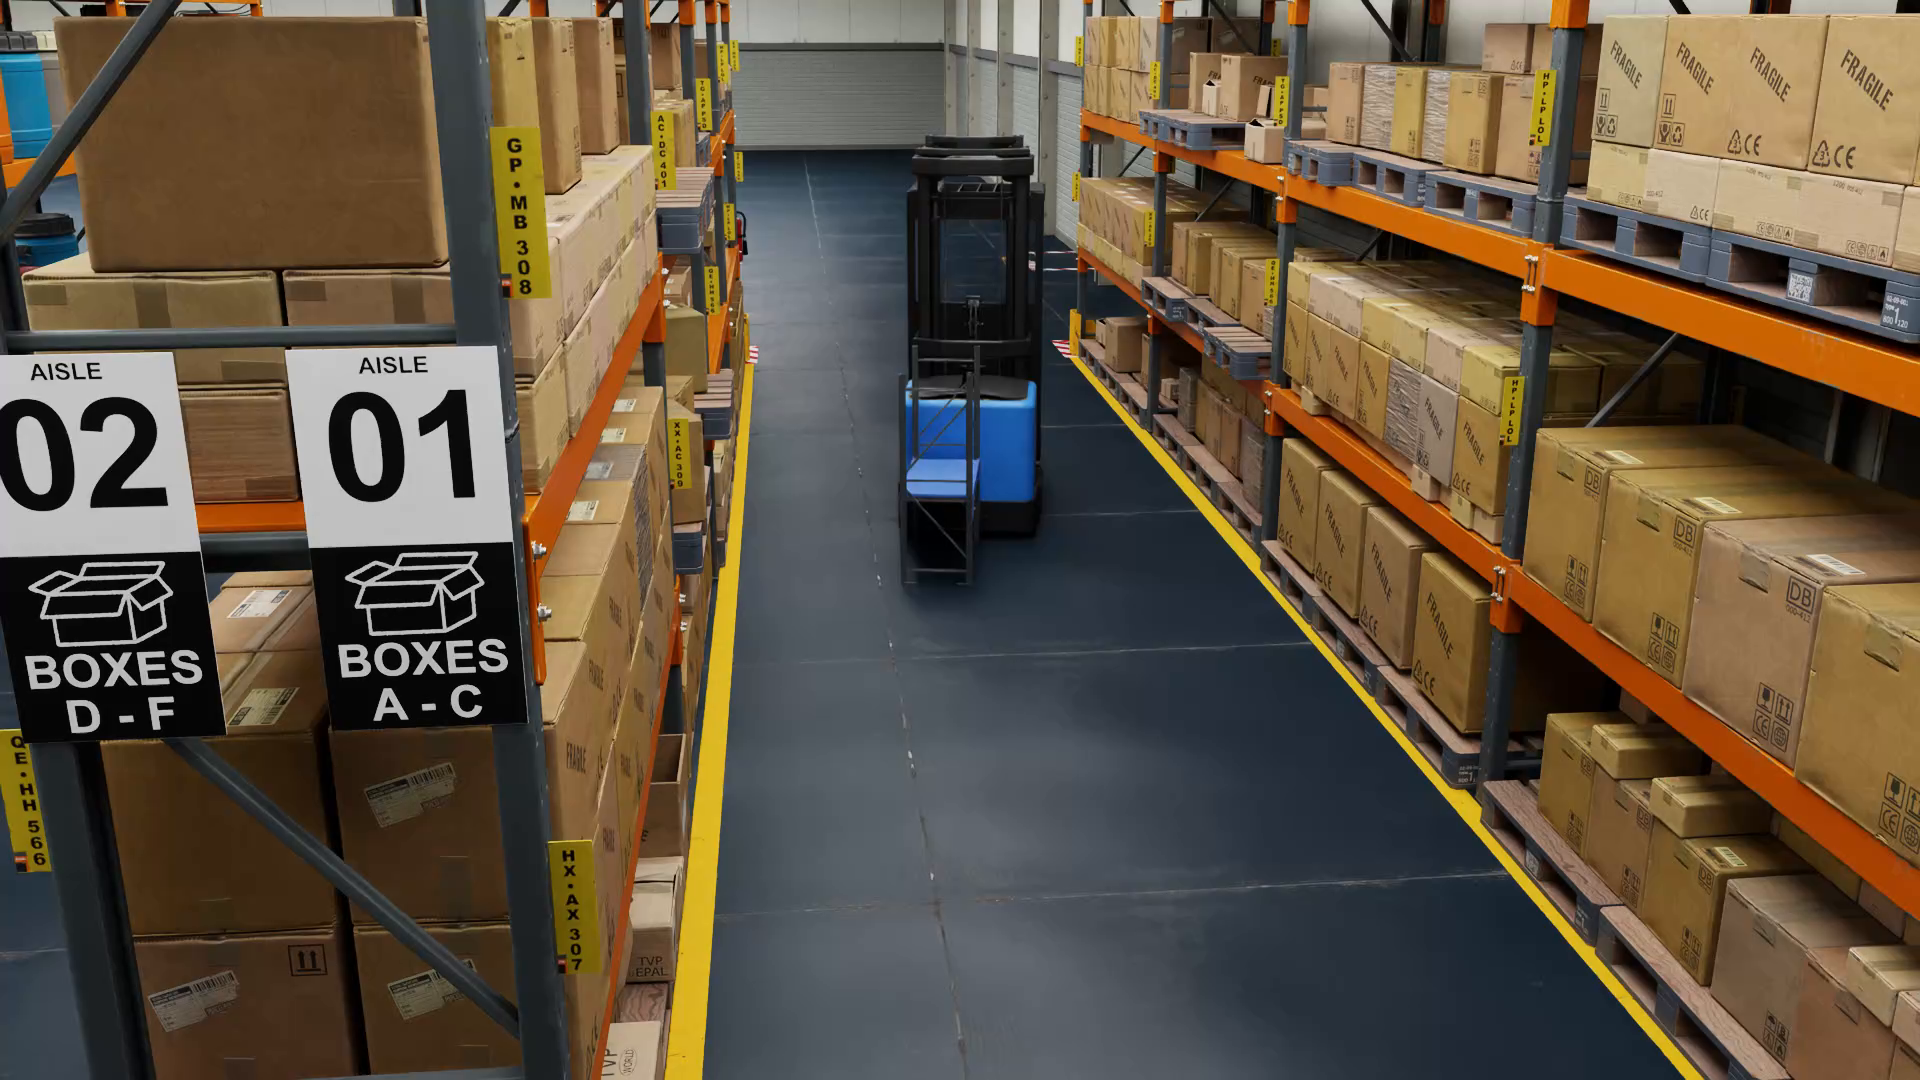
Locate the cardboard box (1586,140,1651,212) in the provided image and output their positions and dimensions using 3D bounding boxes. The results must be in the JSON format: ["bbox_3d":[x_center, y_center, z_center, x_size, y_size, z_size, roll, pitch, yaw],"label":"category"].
[{"bbox_3d":[2.936,-1.502,6.828,0.500,0.250,0.500,-2,18,-6],"label":"cardboard box"}]

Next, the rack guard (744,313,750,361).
[{"bbox_3d":[-3.040,-2.344,19.308,1.175,0.500,0.348,-2,18,-6],"label":"rack guard"}]

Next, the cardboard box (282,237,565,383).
[{"bbox_3d":[-1.182,-0.522,3.738,0.500,0.250,0.500,-2,18,-6],"label":"cardboard box"}]

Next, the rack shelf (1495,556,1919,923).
[{"bbox_3d":[3.333,0.831,6.224,1.077,0.370,4.000,-2,18,-6],"label":"rack shelf"}]

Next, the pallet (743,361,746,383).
[{"bbox_3d":[-2.917,-1.972,18.607,1.003,0.211,1.213,-2,18,-6],"label":"pallet"}]

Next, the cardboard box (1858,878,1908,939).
[{"bbox_3d":[3.474,1.291,5.947,0.380,0.149,0.250,-2,17,-5],"label":"cardboard box"}]

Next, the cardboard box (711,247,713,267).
[{"bbox_3d":[-2.738,-2.674,16.020,0.700,0.500,0.500,-2,18,-6],"label":"cardboard box"}]

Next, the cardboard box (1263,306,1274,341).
[{"bbox_3d":[2.656,-1.697,12.174,0.700,0.500,0.500,-4,18,-12],"label":"cardboard box"}]

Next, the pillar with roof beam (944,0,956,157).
[{"bbox_3d":[-4.555,-15.169,45.970,9.100,9.000,0.400,-2,18,-6],"label":"pillar with roof beam"}]

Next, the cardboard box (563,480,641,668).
[{"bbox_3d":[-1.333,0.117,5.462,0.500,0.500,0.500,-2,18,-6],"label":"cardboard box"}]

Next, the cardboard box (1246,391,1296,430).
[{"bbox_3d":[2.591,-1.060,13.231,0.500,0.250,0.500,-1,17,-5],"label":"cardboard box"}]

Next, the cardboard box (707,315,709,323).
[{"bbox_3d":[-2.352,-2.017,14.319,0.396,0.266,0.258,-2,18,-7],"label":"cardboard box"}]

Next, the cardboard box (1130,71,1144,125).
[{"bbox_3d":[1.964,-4.274,16.075,0.500,0.500,0.500,-3,18,-10],"label":"cardboard box"}]

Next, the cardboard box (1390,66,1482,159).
[{"bbox_3d":[2.972,-2.524,9.801,0.700,0.500,0.500,-1,17,-3],"label":"cardboard box"}]

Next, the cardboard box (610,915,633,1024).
[{"bbox_3d":[-1.601,1.587,6.049,0.797,0.503,0.637,-2,18,-6],"label":"cardboard box"}]

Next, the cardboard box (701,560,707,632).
[{"bbox_3d":[-1.830,0.263,10.272,0.500,0.500,0.500,-2,18,-8],"label":"cardboard box"}]

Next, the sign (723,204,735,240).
[{"bbox_3d":[-2.087,-2.872,15.016,0.100,0.325,0.005,-2,18,-6],"label":"sign"}]

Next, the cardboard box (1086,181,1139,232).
[{"bbox_3d":[1.680,-3.680,18.356,0.500,0.500,0.500,-2,18,-5],"label":"cardboard box"}]

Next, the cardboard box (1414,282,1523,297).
[{"bbox_3d":[3.118,-1.422,10.251,0.500,0.250,0.500,-2,18,-7],"label":"cardboard box"}]

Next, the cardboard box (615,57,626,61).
[{"bbox_3d":[-1.871,-2.032,8.098,0.600,0.600,0.600,-2,18,-6],"label":"cardboard box"}]

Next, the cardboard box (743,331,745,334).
[{"bbox_3d":[-2.689,-2.267,18.780,0.500,0.250,0.500,-2,18,-6],"label":"cardboard box"}]

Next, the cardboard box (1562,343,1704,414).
[{"bbox_3d":[3.338,-0.810,8.301,0.500,0.250,0.500,-1,17,-4],"label":"cardboard box"}]

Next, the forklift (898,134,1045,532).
[{"bbox_3d":[0.137,-1.849,13.673,1.130,2.935,3.031,1,17,3],"label":"forklift"}]

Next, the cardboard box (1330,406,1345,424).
[{"bbox_3d":[2.627,-0.856,10.782,0.380,0.149,0.250,-2,18,-6],"label":"cardboard box"}]

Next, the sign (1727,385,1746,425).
[{"bbox_3d":[3.678,-0.577,7.928,0.100,0.325,0.005,-2,18,-6],"label":"sign"}]

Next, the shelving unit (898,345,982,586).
[{"bbox_3d":[-0.133,-0.555,11.940,0.538,1.500,1.048,1,17,3],"label":"shelving unit"}]

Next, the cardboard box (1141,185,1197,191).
[{"bbox_3d":[2.249,-3.541,17.914,0.500,0.500,0.500,-2,18,-7],"label":"cardboard box"}]

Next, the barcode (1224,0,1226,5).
[{"bbox_3d":[2.586,-5.257,16.233,0.001,0.075,0.075,-2,18,-6],"label":"barcode"}]

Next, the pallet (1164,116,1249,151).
[{"bbox_3d":[2.369,-3.337,13.604,1.213,0.211,1.003,-2,18,-6],"label":"pallet"}]

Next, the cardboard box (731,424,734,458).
[{"bbox_3d":[-2.191,-0.808,14.133,0.500,0.250,0.500,-1,17,-4],"label":"cardboard box"}]

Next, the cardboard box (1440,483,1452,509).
[{"bbox_3d":[2.779,-0.243,8.829,0.380,0.149,0.250,-1,17,-4],"label":"cardboard box"}]

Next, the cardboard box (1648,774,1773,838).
[{"bbox_3d":[3.010,1.064,6.670,0.380,0.149,0.250,-2,18,-7],"label":"cardboard box"}]

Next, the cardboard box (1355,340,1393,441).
[{"bbox_3d":[2.666,-0.887,9.799,0.500,0.500,0.500,-1,17,-4],"label":"cardboard box"}]

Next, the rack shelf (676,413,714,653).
[{"bbox_3d":[-2.007,-0.207,9.529,1.077,0.370,4.000,-2,18,-6],"label":"rack shelf"}]

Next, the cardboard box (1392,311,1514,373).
[{"bbox_3d":[2.728,-1.101,9.227,0.500,0.250,0.500,-1,17,-5],"label":"cardboard box"}]

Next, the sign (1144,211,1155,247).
[{"bbox_3d":[1.763,-2.886,15.416,0.100,0.325,0.005,-2,18,-6],"label":"sign"}]

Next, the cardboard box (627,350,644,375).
[{"bbox_3d":[-2.044,-0.727,9.116,0.700,0.500,0.500,-6,19,-20],"label":"cardboard box"}]

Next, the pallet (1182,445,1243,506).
[{"bbox_3d":[2.512,-0.565,14.124,1.003,0.211,1.213,-2,18,-6],"label":"pallet"}]

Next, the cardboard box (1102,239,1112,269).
[{"bbox_3d":[1.788,-3.009,17.472,0.500,0.250,0.500,-2,18,-5],"label":"cardboard box"}]

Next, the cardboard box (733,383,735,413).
[{"bbox_3d":[-2.239,-1.227,14.531,0.500,0.311,0.500,-1,17,-4],"label":"cardboard box"}]

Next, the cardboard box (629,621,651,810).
[{"bbox_3d":[-1.328,0.597,5.599,0.500,0.500,0.500,-2,17,-5],"label":"cardboard box"}]

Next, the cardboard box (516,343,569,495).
[{"bbox_3d":[-1.188,-0.283,3.813,0.500,0.250,0.500,-2,18,-6],"label":"cardboard box"}]

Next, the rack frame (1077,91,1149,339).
[{"bbox_3d":[1.889,-3.683,19.402,1.000,3.000,0.127,-2,18,-6],"label":"rack frame"}]

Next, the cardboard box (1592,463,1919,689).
[{"bbox_3d":[3.236,0.128,6.759,0.980,0.700,0.700,-2,18,-7],"label":"cardboard box"}]

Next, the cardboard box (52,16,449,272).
[{"bbox_3d":[-1.457,-0.871,3.599,0.700,0.500,0.500,-2,18,-6],"label":"cardboard box"}]

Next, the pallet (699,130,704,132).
[{"bbox_3d":[-2.490,-3.019,12.594,1.003,0.211,1.213,-1,17,-3],"label":"pallet"}]

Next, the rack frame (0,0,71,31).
[{"bbox_3d":[-7.553,-5.048,13.732,1.000,3.000,0.127,-2,18,-6],"label":"rack frame"}]

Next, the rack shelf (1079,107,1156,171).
[{"bbox_3d":[2.095,-4.175,17.162,1.077,0.370,4.000,-2,18,-6],"label":"rack shelf"}]

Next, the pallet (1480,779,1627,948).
[{"bbox_3d":[3.127,1.451,7.702,1.003,0.211,1.213,-2,18,-6],"label":"pallet"}]

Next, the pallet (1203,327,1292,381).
[{"bbox_3d":[2.535,-1.417,12.504,1.213,0.211,1.003,-2,18,-6],"label":"pallet"}]

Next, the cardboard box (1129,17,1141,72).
[{"bbox_3d":[1.913,-4.762,15.960,0.500,0.500,0.500,-1,17,-3],"label":"cardboard box"}]
